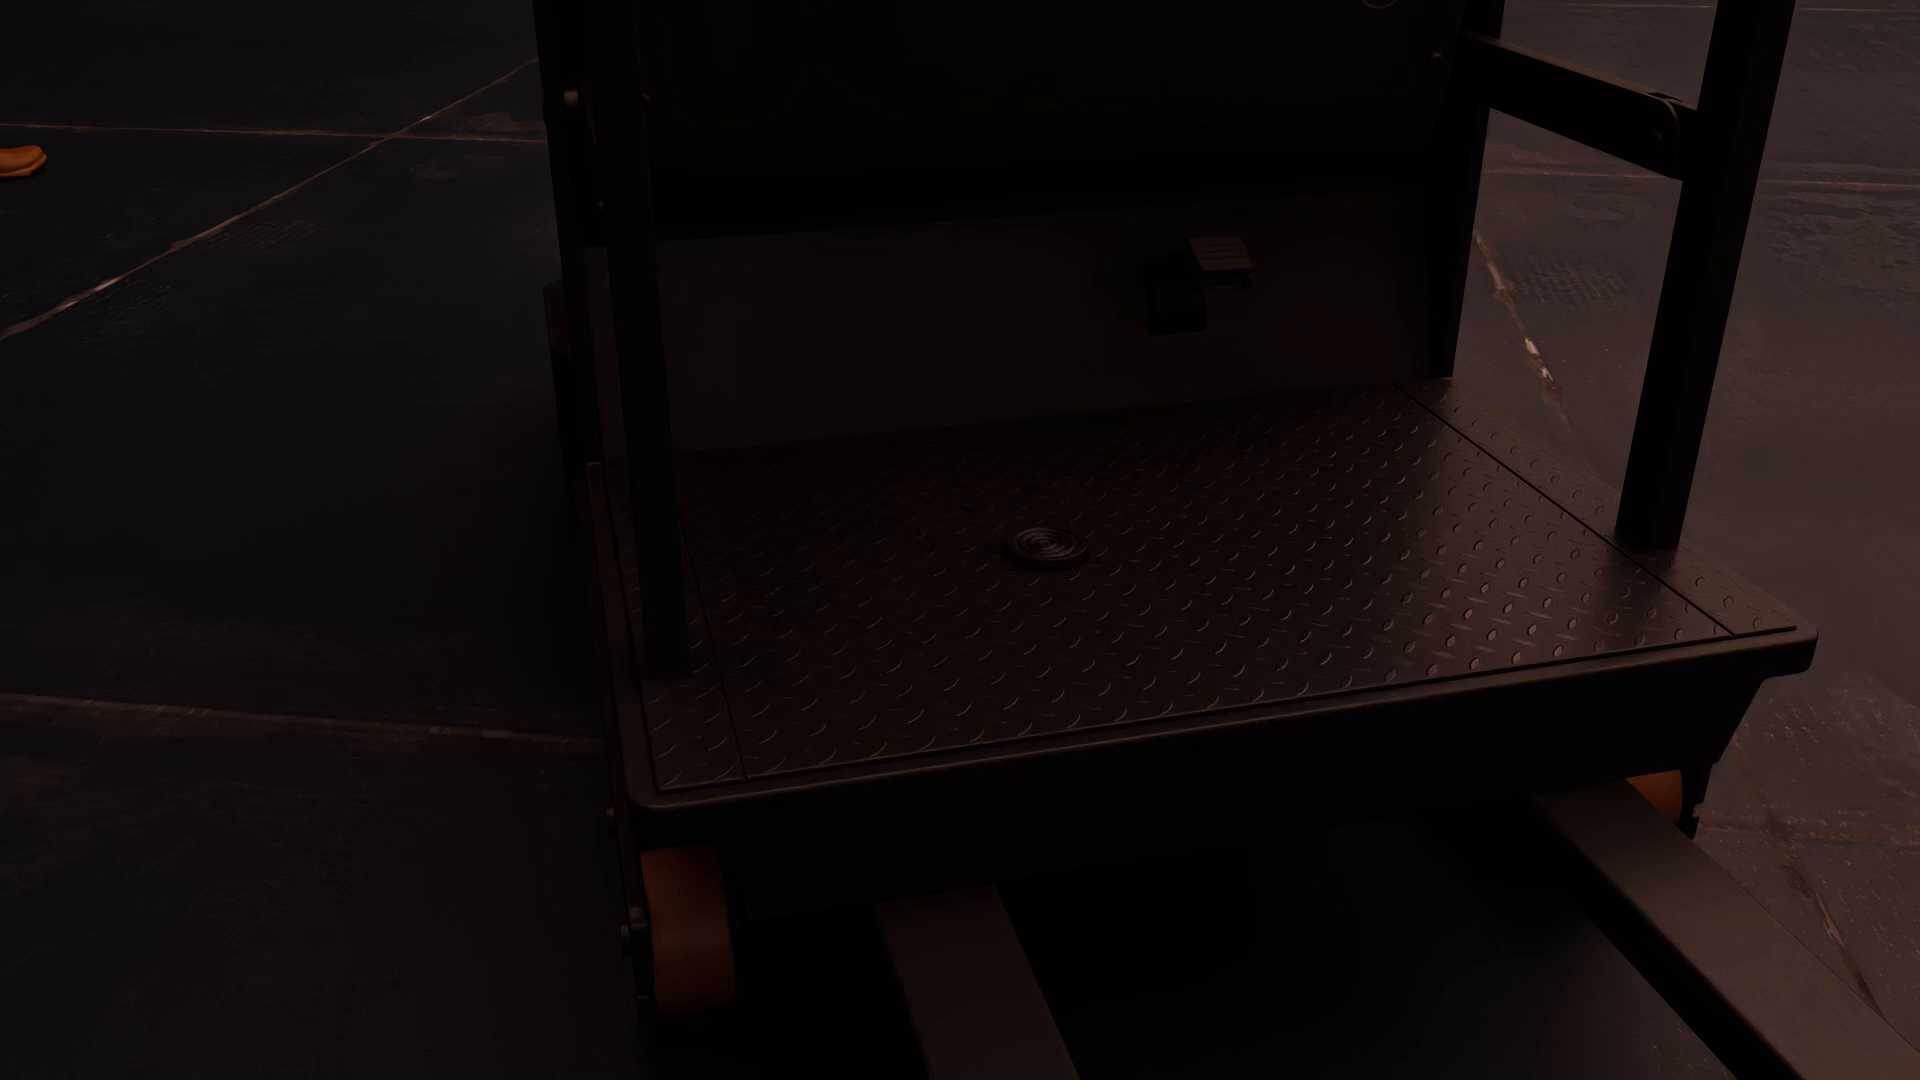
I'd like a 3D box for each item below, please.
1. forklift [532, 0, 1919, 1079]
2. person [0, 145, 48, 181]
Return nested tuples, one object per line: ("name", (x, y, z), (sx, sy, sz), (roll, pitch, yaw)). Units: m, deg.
("forklift", (0.153, -1.049, 1.319), (1.130, 2.935, 3.031), (-7, 27, -13))
("person", (-2.736, -1.777, 4.055), (0.538, 1.795, 0.348), (10, 28, 19))
